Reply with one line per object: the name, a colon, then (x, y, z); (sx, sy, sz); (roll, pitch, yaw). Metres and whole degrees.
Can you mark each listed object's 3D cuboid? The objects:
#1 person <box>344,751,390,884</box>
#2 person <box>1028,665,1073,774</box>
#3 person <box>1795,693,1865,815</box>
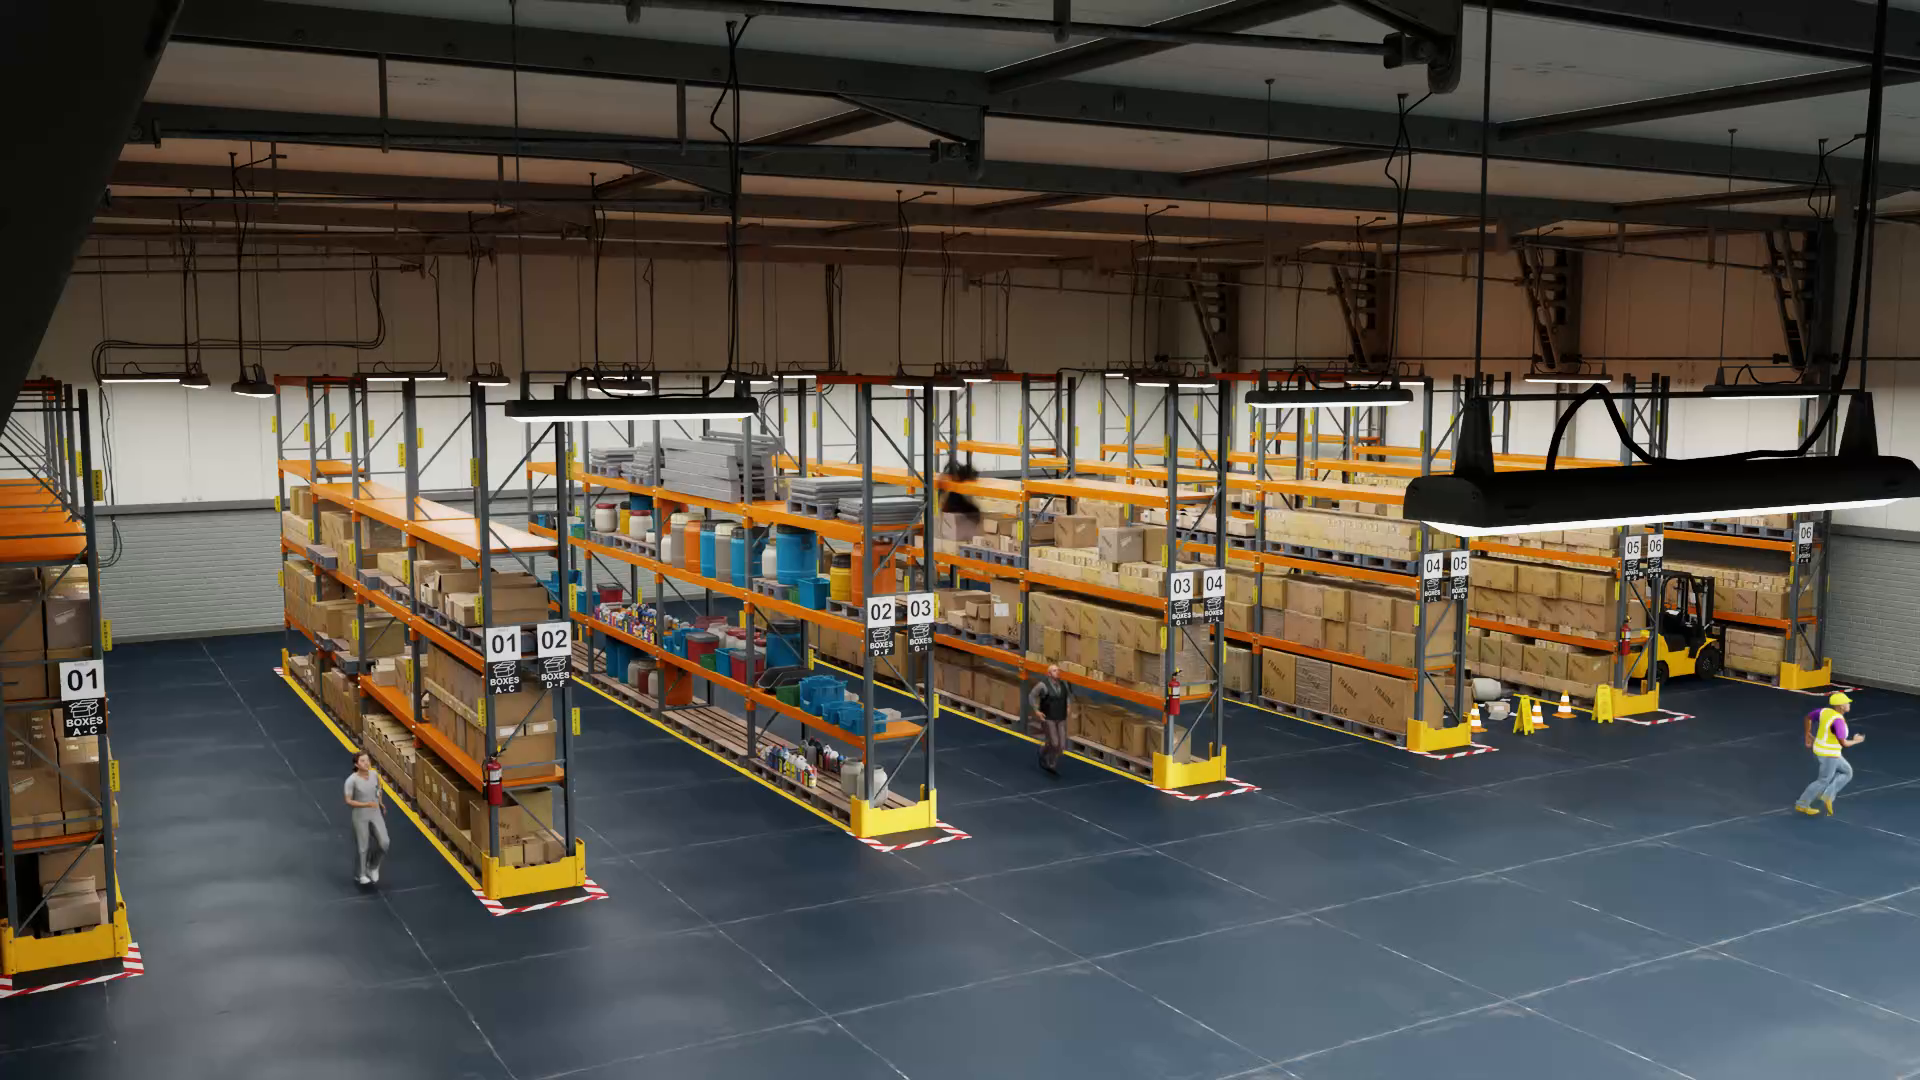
person: (-7.080, 3.330, 19.897); (0.542, 1.631, 0.631); (-6, 9, -45)
person: (1.435, 2.733, 25.232); (0.715, 1.682, 0.522); (-3, 7, -27)
person: (11.985, 2.949, 22.900); (0.789, 1.727, 0.736); (1, 6, 12)
